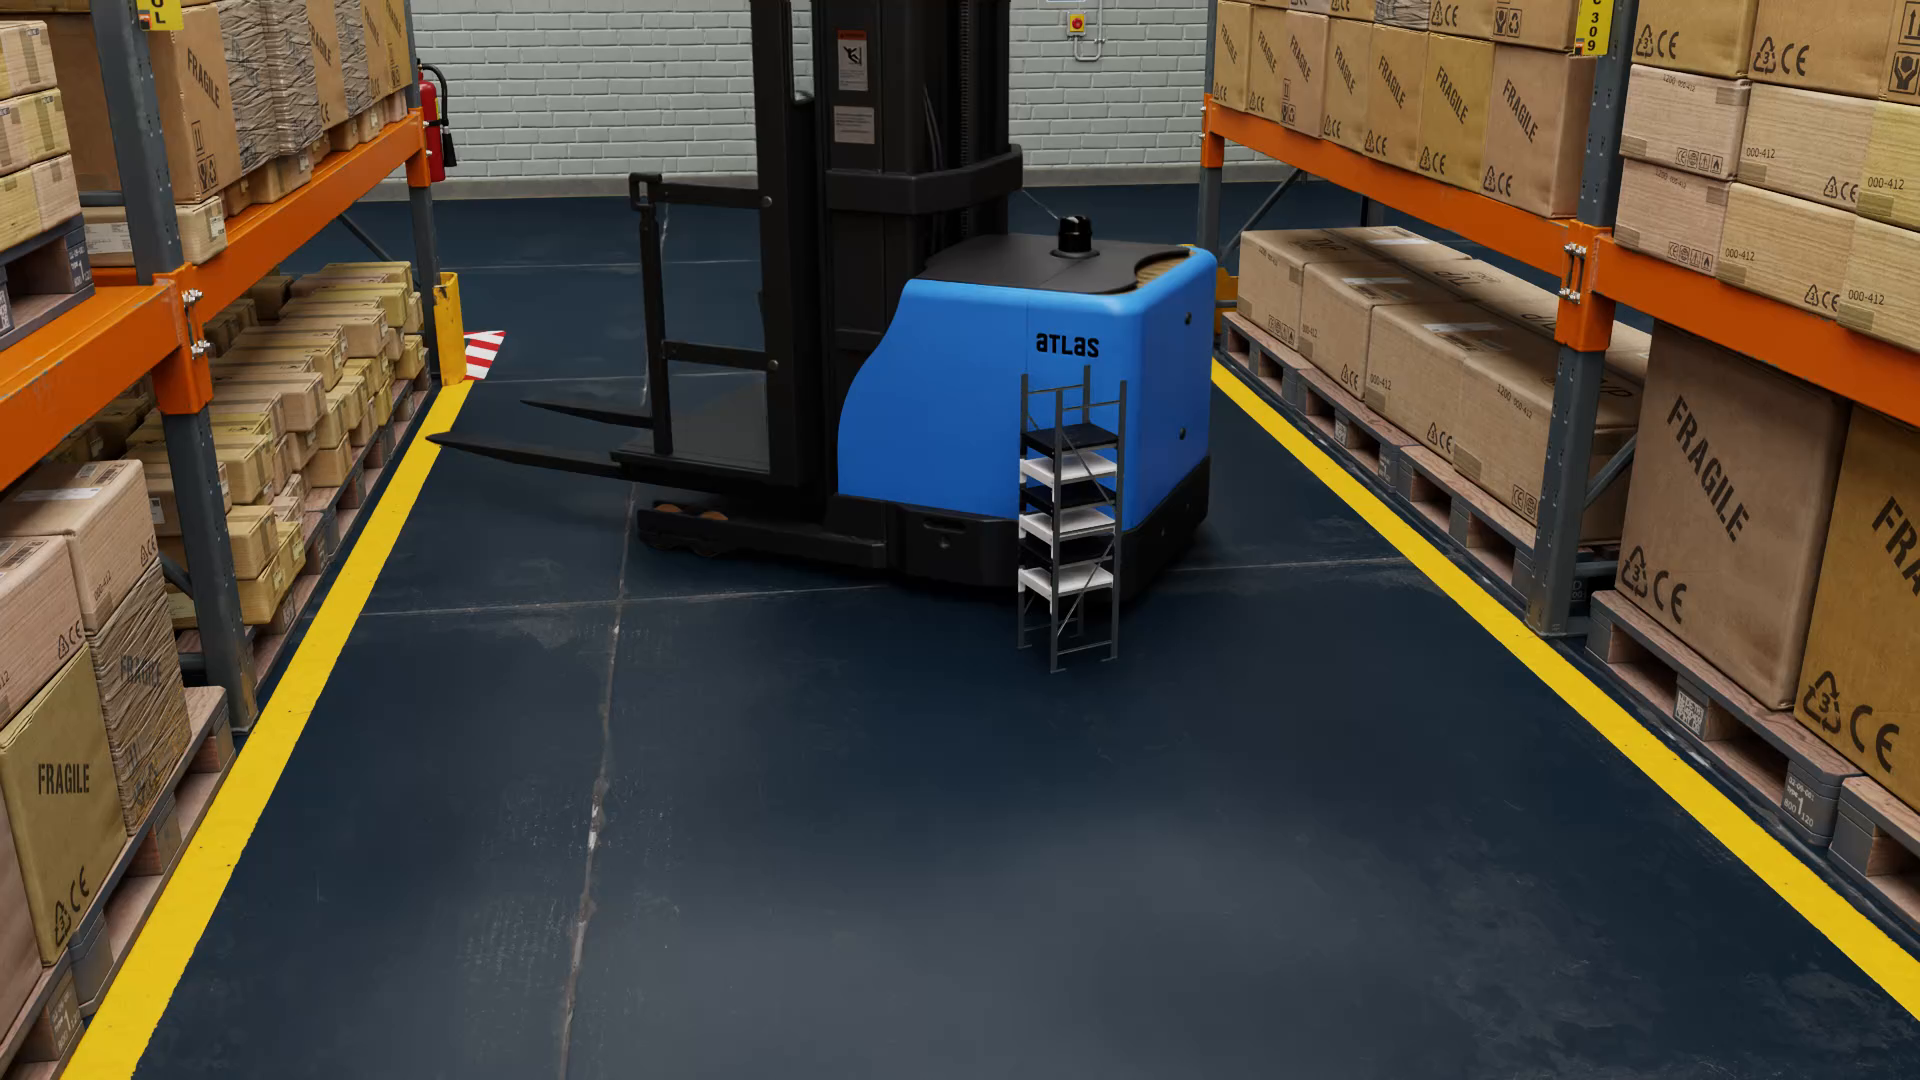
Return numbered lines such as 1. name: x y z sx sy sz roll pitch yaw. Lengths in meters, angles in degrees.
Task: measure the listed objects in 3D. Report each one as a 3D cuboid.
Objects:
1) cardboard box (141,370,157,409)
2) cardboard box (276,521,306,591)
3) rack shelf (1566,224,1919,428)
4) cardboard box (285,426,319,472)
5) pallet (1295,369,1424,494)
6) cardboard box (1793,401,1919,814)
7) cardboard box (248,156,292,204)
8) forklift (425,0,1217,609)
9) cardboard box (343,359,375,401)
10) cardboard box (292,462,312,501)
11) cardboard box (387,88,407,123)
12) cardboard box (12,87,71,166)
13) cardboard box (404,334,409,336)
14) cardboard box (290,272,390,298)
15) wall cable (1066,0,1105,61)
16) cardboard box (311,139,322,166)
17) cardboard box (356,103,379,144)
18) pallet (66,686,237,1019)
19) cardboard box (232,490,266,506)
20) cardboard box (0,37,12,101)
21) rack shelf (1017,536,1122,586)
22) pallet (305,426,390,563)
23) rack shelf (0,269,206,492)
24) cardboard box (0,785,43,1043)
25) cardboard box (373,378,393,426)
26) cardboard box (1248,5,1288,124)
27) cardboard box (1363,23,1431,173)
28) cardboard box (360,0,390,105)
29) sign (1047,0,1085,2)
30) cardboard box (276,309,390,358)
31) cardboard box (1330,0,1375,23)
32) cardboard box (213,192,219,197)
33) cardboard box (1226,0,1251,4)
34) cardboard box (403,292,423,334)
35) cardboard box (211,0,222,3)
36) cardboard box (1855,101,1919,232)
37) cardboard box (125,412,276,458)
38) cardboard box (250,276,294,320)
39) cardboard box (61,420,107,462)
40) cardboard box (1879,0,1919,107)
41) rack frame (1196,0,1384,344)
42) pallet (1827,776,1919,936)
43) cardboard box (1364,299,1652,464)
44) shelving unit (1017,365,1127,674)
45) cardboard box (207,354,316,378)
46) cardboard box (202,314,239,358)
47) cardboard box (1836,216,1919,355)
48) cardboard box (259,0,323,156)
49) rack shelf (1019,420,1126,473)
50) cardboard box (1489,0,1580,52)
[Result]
1. cardboard box: -3.097 -0.544 6.010 0.380 0.149 0.250 -4 21 -10
2. cardboard box: -2.300 0.058 5.248 0.380 0.149 0.250 -2 21 -6
3. rack shelf: 2.645 -0.101 3.229 1.077 0.370 4.000 -3 21 -8
4. cardboard box: -2.511 -0.344 5.899 0.380 0.149 0.250 -2 21 -5
5. pallet: 2.145 -0.515 7.294 1.003 0.211 1.213 -3 21 -8
6. cardboard box: 2.663 0.191 3.855 0.875 0.875 0.875 -2 21 -6
7. cardboard box: -2.450 -1.203 5.510 0.380 0.149 0.250 -3 21 -7
8. forklift: -0.632 -1.469 5.960 3.031 2.935 1.130 9 22 22
9. cardboard box: -2.562 -0.615 6.625 0.380 0.149 0.250 -2 21 -5
10. cardboard box: -2.547 -0.202 5.944 0.380 0.149 0.250 -4 21 -10
11. cardboard box: -2.777 -2.015 7.683 0.380 0.149 0.250 -3 21 -8
12. cardboard box: -2.274 -0.937 3.771 0.380 0.149 0.250 -2 21 -6
13. cardboard box: -2.821 -0.921 7.868 0.380 0.149 0.250 -3 21 -7
14. cardboard box: -2.797 -1.111 7.527 0.380 0.149 0.250 -3 21 -7
15. wall cable: 0.944 -4.957 13.705 0.585 1.953 0.123 -3 21 -8
16. cardboard box: -2.624 -1.473 6.233 0.380 0.149 0.250 -3 21 -7
17. cardboard box: -2.667 -1.754 6.983 0.380 0.149 0.250 -2 21 -6
18. pallet: -2.413 0.730 3.961 1.003 0.211 1.213 -3 21 -8
19. cardboard box: -2.388 -0.071 5.170 0.380 0.149 0.250 -3 21 -7
20. cardboard box: -2.236 -0.982 3.466 0.380 0.149 0.250 -4 21 -9
21. rack shelf: 0.338 0.053 5.139 0.258 0.077 0.200 -10 23 -26
22. pallet: -2.838 -0.194 6.434 1.003 0.211 1.213 -3 21 -8
23. rack shelf: -2.239 0.183 2.466 1.077 0.370 4.000 -3 21 -8
24. cardboard box: -2.028 0.727 2.955 0.500 0.500 0.500 -3 21 -9
25. cardboard box: -2.584 -0.571 6.932 0.380 0.149 0.250 -4 21 -10
26. cardboard box: 1.666 -2.208 7.698 0.500 0.500 0.500 -3 21 -9
27. cardboard box: 1.870 -1.677 6.275 0.500 0.500 0.500 -3 21 -9
28. cardboard box: -2.715 -2.096 6.973 0.500 0.500 0.500 -3 21 -9
29. sign: 0.888 -4.612 13.892 0.327 0.218 0.001 -3 21 -8
30. cardboard box: -2.566 -0.844 6.814 0.380 0.149 0.250 -2 21 -6
31. cardboard box: 1.804 -2.321 6.572 0.500 0.500 0.500 -3 21 -8
32. cardboard box: -2.355 -0.929 4.775 0.380 0.149 0.250 -2 21 -6
33. cardboard box: 1.568 -2.850 7.989 0.500 0.500 0.500 -3 21 -9
34. cardboard box: -2.745 -1.063 7.825 0.380 0.149 0.250 -3 21 -9
35. cardboard box: -2.441 -1.848 4.880 0.500 0.500 0.500 -4 21 -9
36. cardboard box: 2.291 -0.773 3.499 0.500 0.250 0.500 -3 21 -7
37. cardboard box: -2.438 -0.299 5.354 0.380 0.149 0.250 -3 21 -9
38. cardboard box: -3.205 -1.083 7.453 0.380 0.149 0.250 -3 21 -7
39. cardboard box: -2.955 -0.268 5.272 0.380 0.149 0.250 -3 21 -8
40. cardboard box: 2.306 -1.131 3.384 0.500 0.500 0.500 -3 21 -9
41. rack frame: 1.780 -2.516 8.665 1.000 3.000 0.127 -3 21 -8
42. pallet: 2.722 0.862 3.606 1.003 0.211 1.213 -3 21 -8
43. cardboard box: 2.243 -0.660 6.758 0.875 0.438 0.875 -4 21 -9
44. shelving unit: 0.338 -0.062 5.096 0.258 0.900 0.210 -10 23 -26
45. cardboard box: -2.575 -0.571 6.081 0.380 0.149 0.250 -4 21 -10
46. cardboard box: -3.148 -0.811 6.725 0.380 0.149 0.250 -2 21 -6
47. cardboard box: 2.293 -0.538 3.583 0.500 0.250 0.500 -3 21 -8
48. cardboard box: -2.464 -1.564 5.548 0.500 0.500 0.500 -3 21 -9
49. rack shelf: 0.338 -0.284 5.013 0.258 0.077 0.200 -10 23 -26
50. cardboard box: 2.016 -1.796 5.164 0.500 0.500 0.500 -3 21 -8
